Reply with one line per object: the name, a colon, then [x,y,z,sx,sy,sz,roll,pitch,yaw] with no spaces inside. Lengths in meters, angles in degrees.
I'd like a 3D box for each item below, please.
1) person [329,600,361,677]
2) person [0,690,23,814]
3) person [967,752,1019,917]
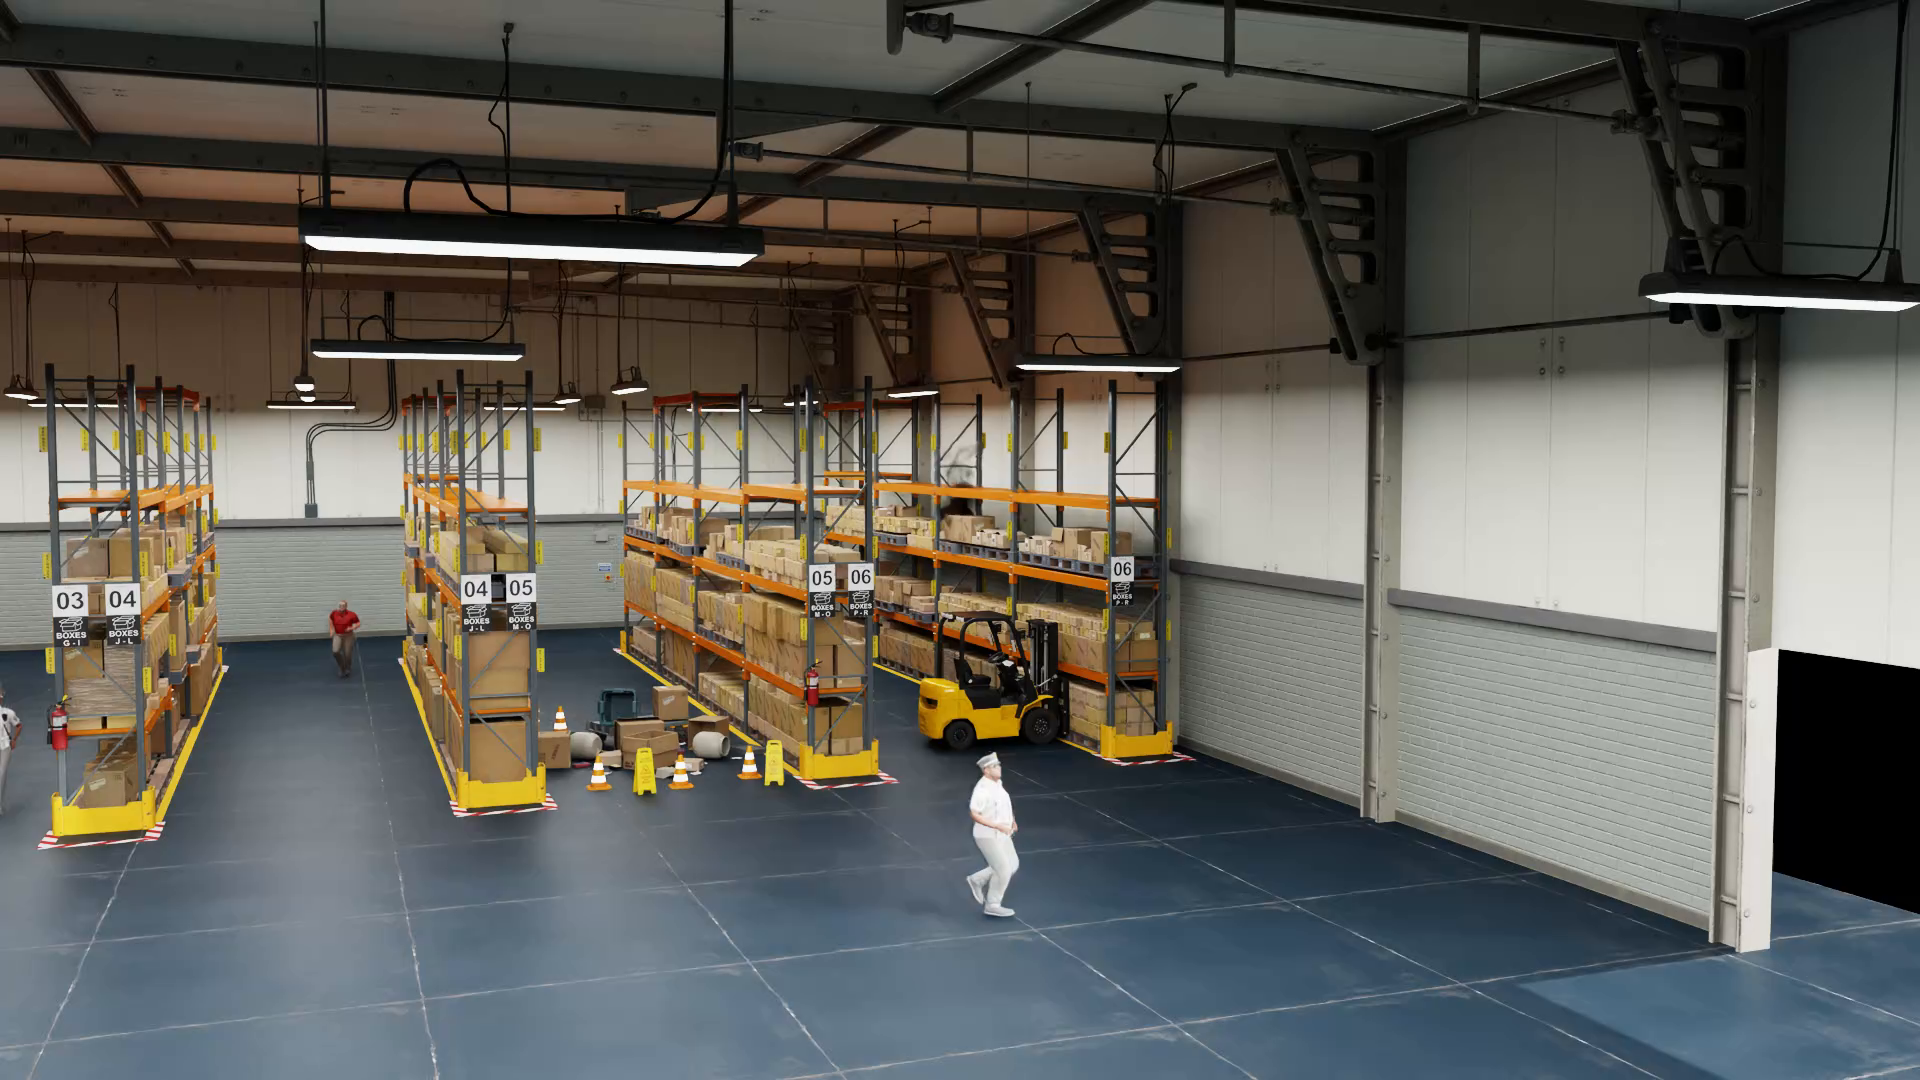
person: [-13.209,2.116,35.711,0.683,1.687,0.874,-1,3,-10]
person: [-13.121,2.859,22.654,0.563,1.685,0.768,-1,4,-23]
person: [0.331,3.104,17.615,0.628,1.726,0.661,1,4,21]
